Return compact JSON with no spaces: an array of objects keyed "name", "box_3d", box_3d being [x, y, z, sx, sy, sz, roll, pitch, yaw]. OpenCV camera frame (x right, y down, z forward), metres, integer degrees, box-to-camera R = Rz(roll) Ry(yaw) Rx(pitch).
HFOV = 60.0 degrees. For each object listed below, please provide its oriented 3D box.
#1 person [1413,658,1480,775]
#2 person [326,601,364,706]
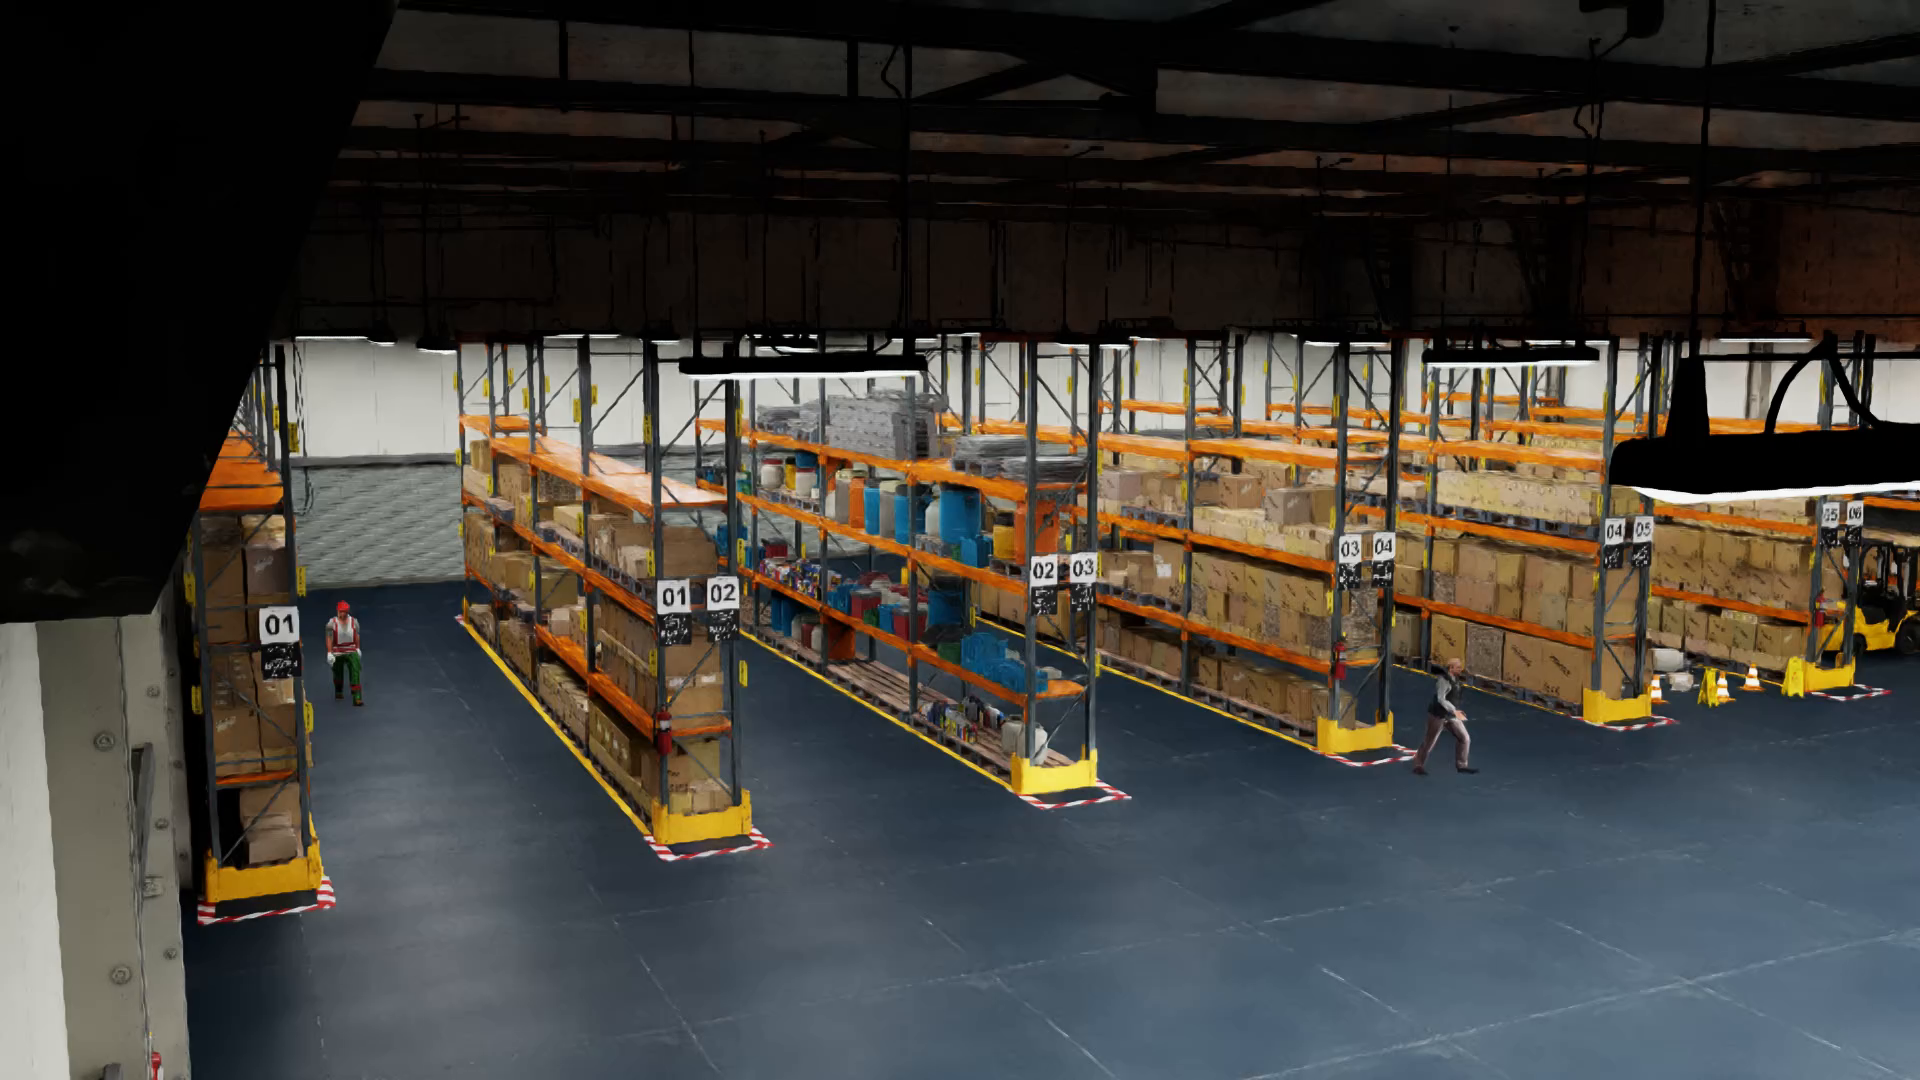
[{"name":"person","box_3d":[6.683,2.422,22.914,0.780,1.666,0.676,8,11,44]},{"name":"person","box_3d":[-10.035,1.824,27.108,0.555,1.709,1.127,-4,9,-27]}]
